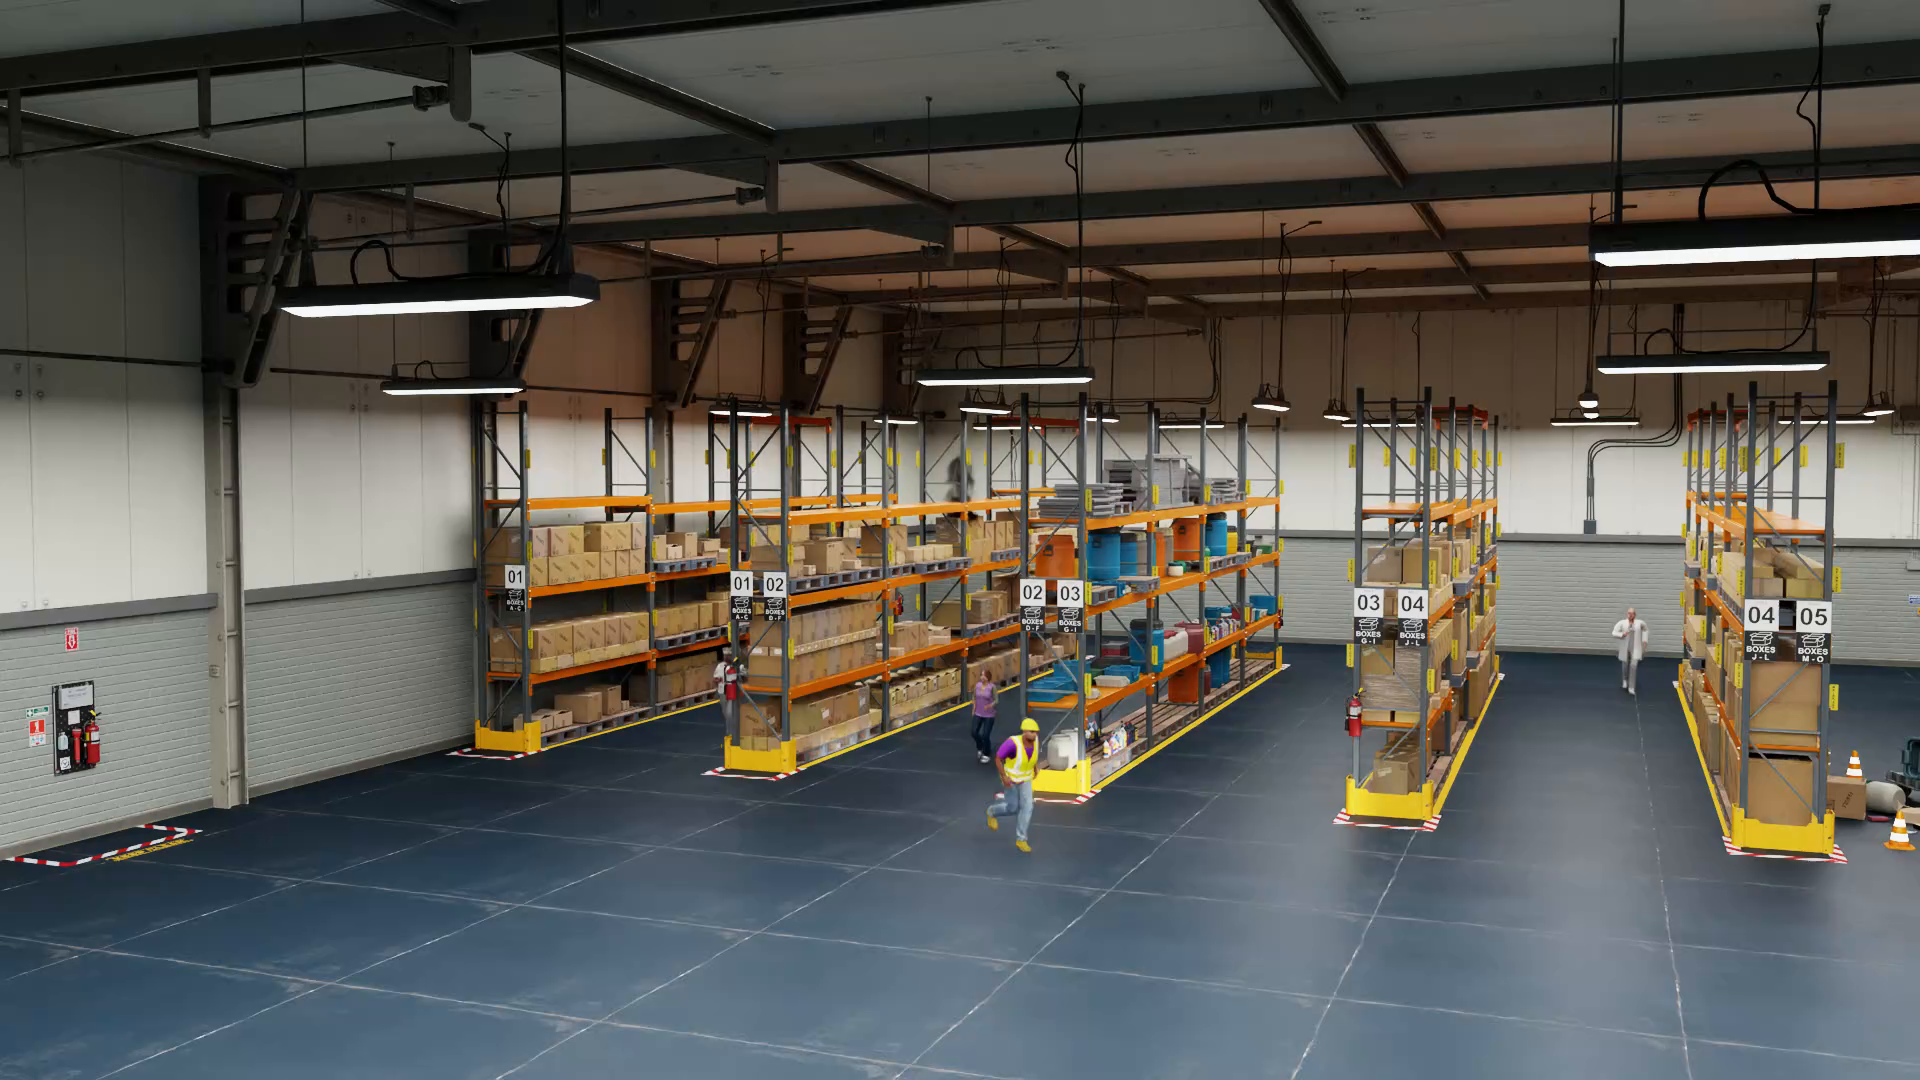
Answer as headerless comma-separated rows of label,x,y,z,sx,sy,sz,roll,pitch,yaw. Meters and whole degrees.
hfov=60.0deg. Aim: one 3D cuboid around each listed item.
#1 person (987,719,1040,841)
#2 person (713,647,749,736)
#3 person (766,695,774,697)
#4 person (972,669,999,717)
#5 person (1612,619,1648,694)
person,0.715,3.081,21.533,0.709,1.613,0.930,-2,4,-41
person,-4.032,2.654,29.089,0.545,1.589,0.764,1,3,20
person,-3.707,2.478,32.436,0.447,1.693,0.739,0,3,1
person,0.368,2.519,27.189,0.511,0.777,0.513,1,3,20
person,14.359,2.453,35.645,0.718,1.575,1.023,1,3,21
